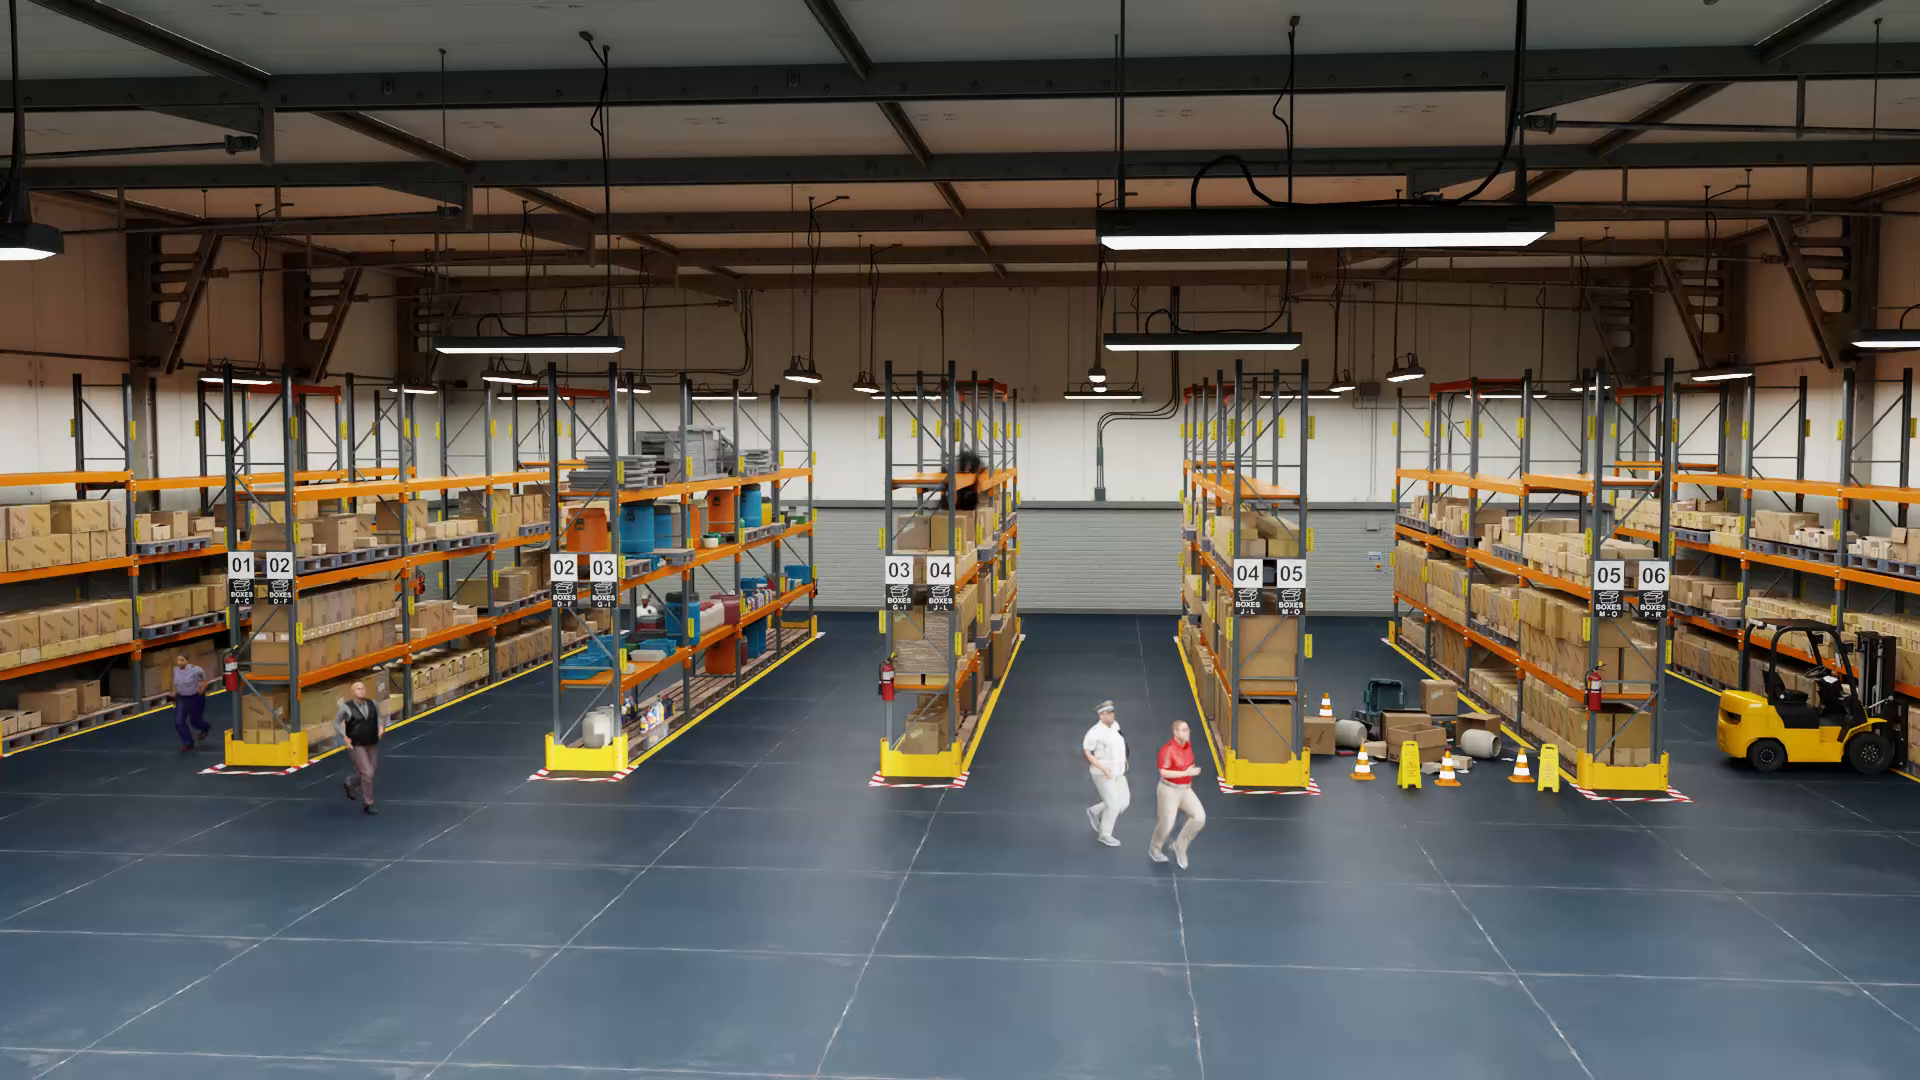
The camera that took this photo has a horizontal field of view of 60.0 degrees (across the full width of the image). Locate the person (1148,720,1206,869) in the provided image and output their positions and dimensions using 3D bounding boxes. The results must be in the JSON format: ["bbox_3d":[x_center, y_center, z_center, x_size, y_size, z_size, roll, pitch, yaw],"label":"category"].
[{"bbox_3d":[2.481,2.899,18.984,0.694,1.720,0.817,-3,5,-41],"label":"person"}]

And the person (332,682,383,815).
[{"bbox_3d":[-7.894,2.718,21.904,0.800,1.722,0.656,3,5,39],"label":"person"}]

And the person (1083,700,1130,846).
[{"bbox_3d":[1.772,2.809,20.205,0.526,1.758,0.664,3,5,42],"label":"person"}]

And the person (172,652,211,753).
[{"bbox_3d":[-12.043,2.508,26.134,0.581,1.588,0.817,0,4,3],"label":"person"}]

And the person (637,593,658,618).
[{"bbox_3d":[-6.524,1.922,34.498,0.574,1.660,0.578,0,4,-2],"label":"person"}]
